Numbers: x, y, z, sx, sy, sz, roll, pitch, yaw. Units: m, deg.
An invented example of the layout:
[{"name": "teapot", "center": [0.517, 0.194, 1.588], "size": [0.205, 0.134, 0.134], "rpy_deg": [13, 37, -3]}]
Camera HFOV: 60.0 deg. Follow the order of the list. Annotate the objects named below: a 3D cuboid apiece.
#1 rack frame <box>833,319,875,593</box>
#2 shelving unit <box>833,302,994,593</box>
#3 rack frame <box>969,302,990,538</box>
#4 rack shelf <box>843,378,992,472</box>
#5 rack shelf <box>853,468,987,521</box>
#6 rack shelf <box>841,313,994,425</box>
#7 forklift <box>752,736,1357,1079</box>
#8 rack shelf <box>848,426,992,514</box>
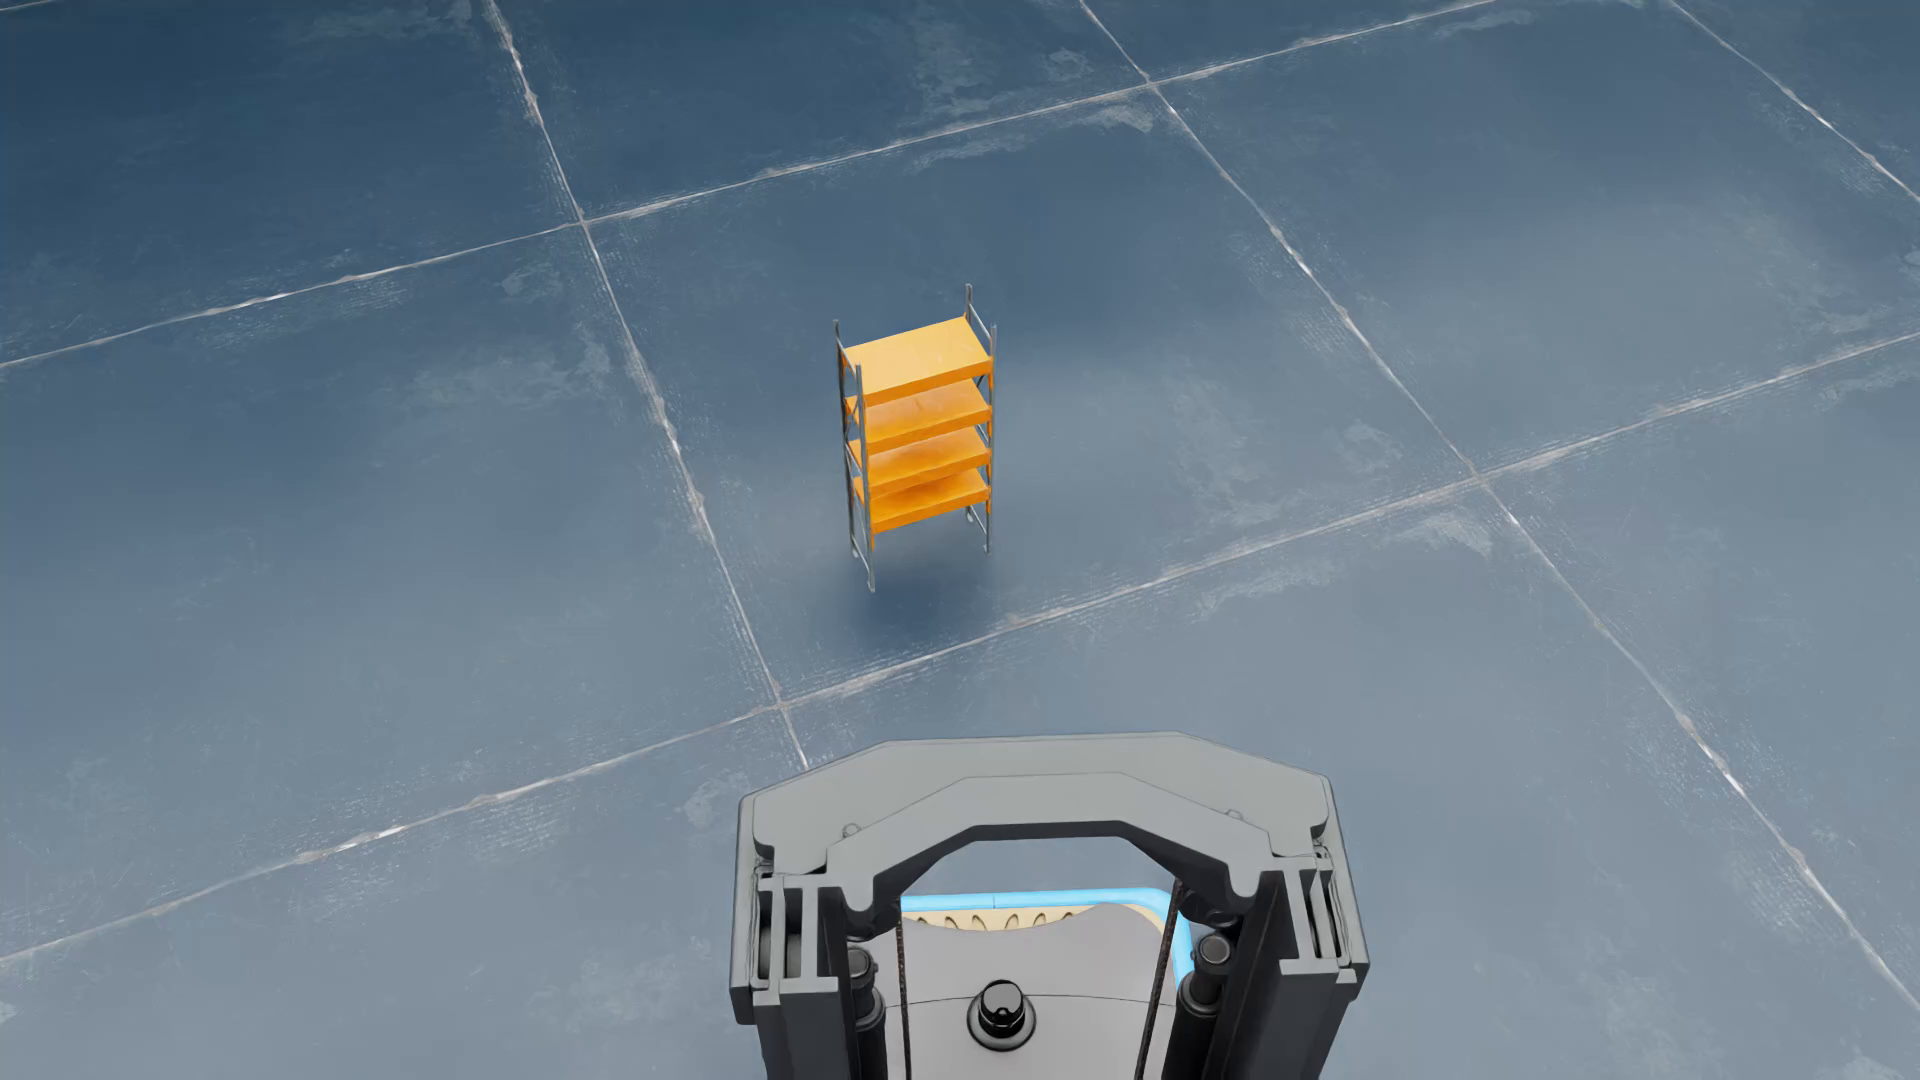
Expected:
[{"name": "rack frame", "center": [-0.379, -0.273, 6.035], "size": [0.015, 1.200, 0.240], "rpy_deg": [-17, 52, -14]}, {"name": "shelving unit", "center": [-0.155, -0.343, 6.094], "size": [0.499, 1.200, 0.258], "rpy_deg": [-17, 52, -14]}, {"name": "rack frame", "center": [0.072, -0.414, 6.155], "size": [0.006, 1.046, 0.228], "rpy_deg": [-17, 52, -14]}, {"name": "rack shelf", "center": [-0.153, -0.445, 5.976], "size": [0.480, 0.148, 0.258], "rpy_deg": [-17, 52, -14]}, {"name": "rack shelf", "center": [-0.153, -0.205, 6.256], "size": [0.457, 0.021, 0.221], "rpy_deg": [-17, 52, -14]}, {"name": "rack shelf", "center": [-0.153, -0.599, 5.797], "size": [0.480, 0.148, 0.258], "rpy_deg": [-17, 52, -14]}, {"name": "forklift", "center": [0.144, 1.797, 3.115], "size": [1.121, 2.935, 3.031], "rpy_deg": [-2, 49, -2]}, {"name": "rack shelf", "center": [-0.153, -0.300, 6.146], "size": [0.480, 0.148, 0.258], "rpy_deg": [-17, 52, -14]}]
